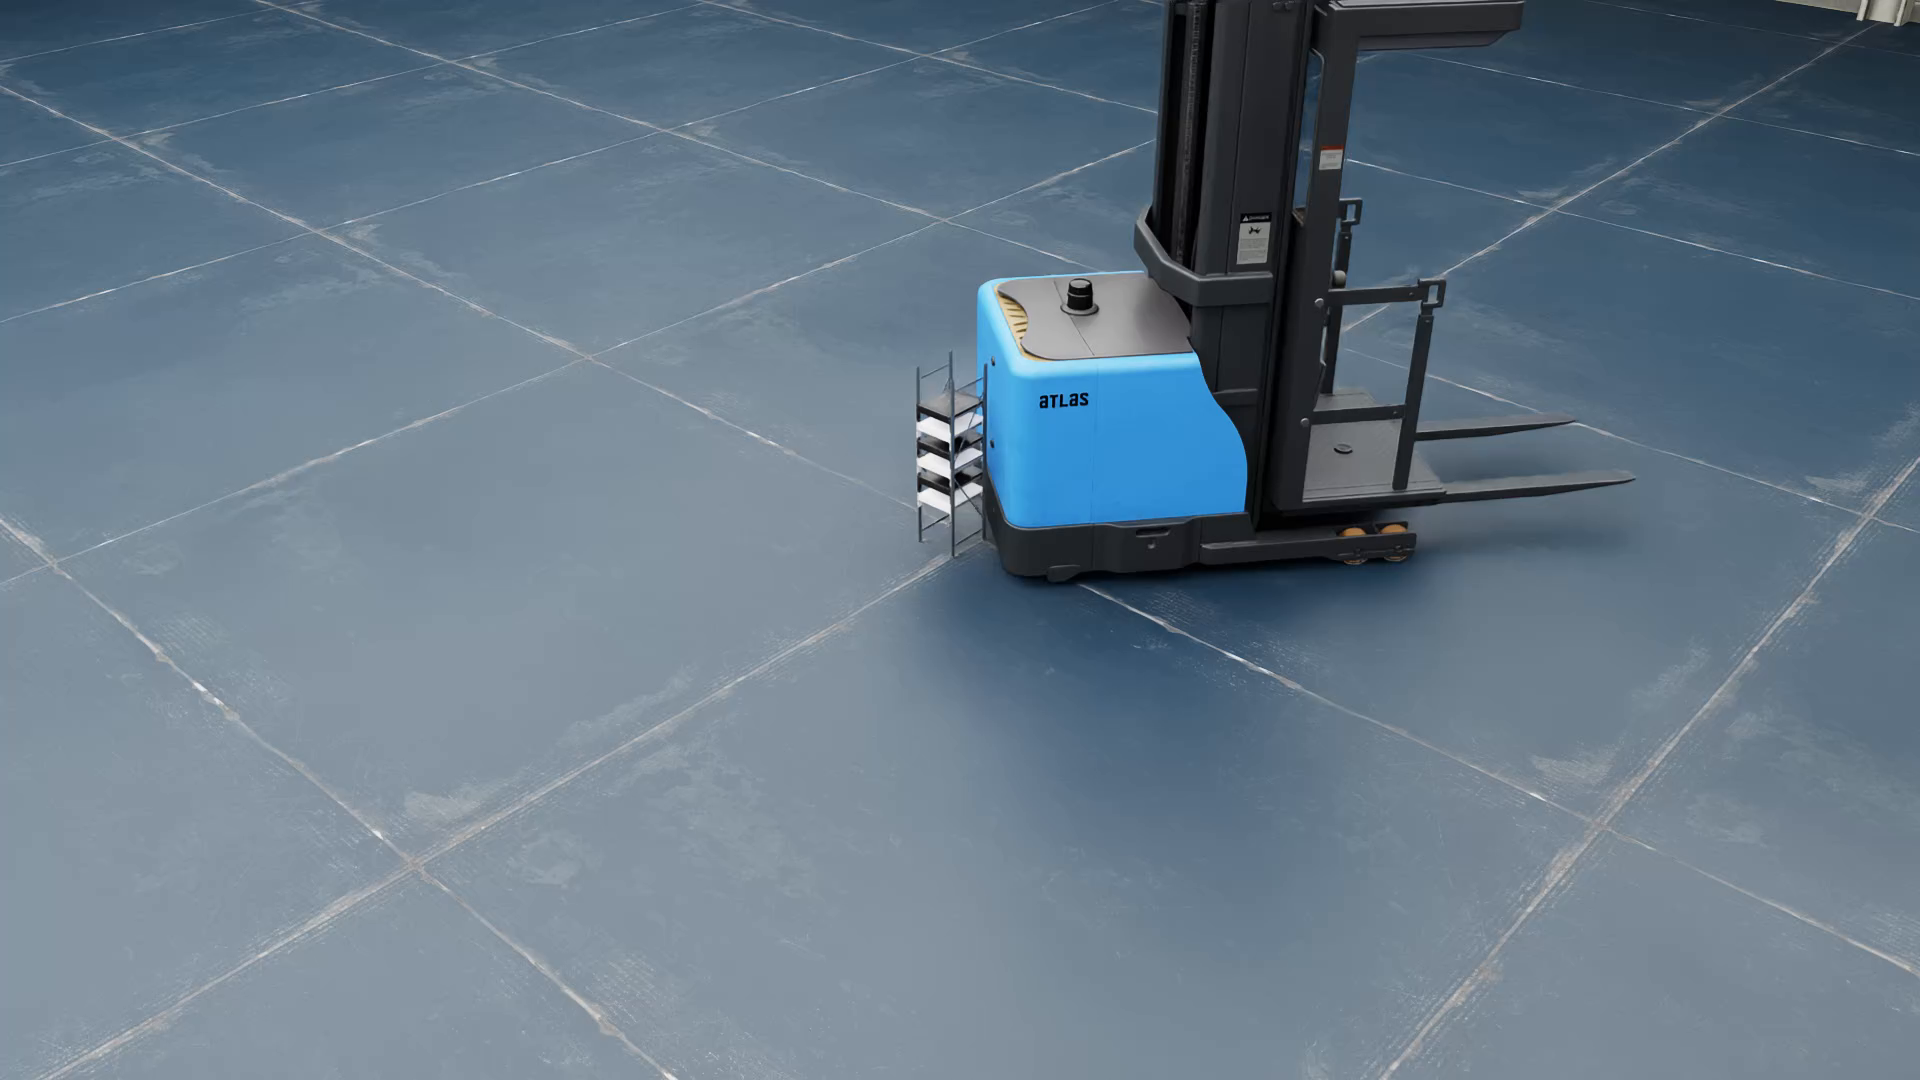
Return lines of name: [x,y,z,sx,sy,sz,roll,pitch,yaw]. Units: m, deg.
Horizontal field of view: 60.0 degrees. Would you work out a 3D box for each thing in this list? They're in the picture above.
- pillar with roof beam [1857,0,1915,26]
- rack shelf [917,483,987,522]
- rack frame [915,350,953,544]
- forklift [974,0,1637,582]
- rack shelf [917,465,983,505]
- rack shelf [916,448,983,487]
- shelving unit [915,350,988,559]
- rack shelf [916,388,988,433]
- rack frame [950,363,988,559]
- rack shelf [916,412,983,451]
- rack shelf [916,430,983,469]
pillar with roof beam: [6.062,-7.252,11.071,0.400,9.000,9.100,25,39,35]
rack shelf: [-0.037,-0.196,7.617,0.200,0.077,0.258,24,39,34]
rack frame: [-0.113,-0.413,7.564,0.006,0.900,0.240,24,39,34]
forklift: [1.629,-1.408,7.248,3.031,2.935,1.130,-4,31,-7]
rack shelf: [-0.037,-0.273,7.570,0.200,0.077,0.258,24,39,34]
rack shelf: [-0.037,-0.350,7.524,0.200,0.077,0.258,24,39,34]
shelving unit: [-0.037,-0.379,7.506,0.210,0.900,0.258,24,39,34]
rack shelf: [-0.037,-0.581,7.384,0.200,0.077,0.258,24,39,34]
rack frame: [0.040,-0.344,7.449,0.006,0.900,0.240,24,39,34]
rack shelf: [-0.037,-0.504,7.431,0.200,0.077,0.258,24,39,34]
rack shelf: [-0.037,-0.427,7.477,0.200,0.077,0.258,24,39,34]
